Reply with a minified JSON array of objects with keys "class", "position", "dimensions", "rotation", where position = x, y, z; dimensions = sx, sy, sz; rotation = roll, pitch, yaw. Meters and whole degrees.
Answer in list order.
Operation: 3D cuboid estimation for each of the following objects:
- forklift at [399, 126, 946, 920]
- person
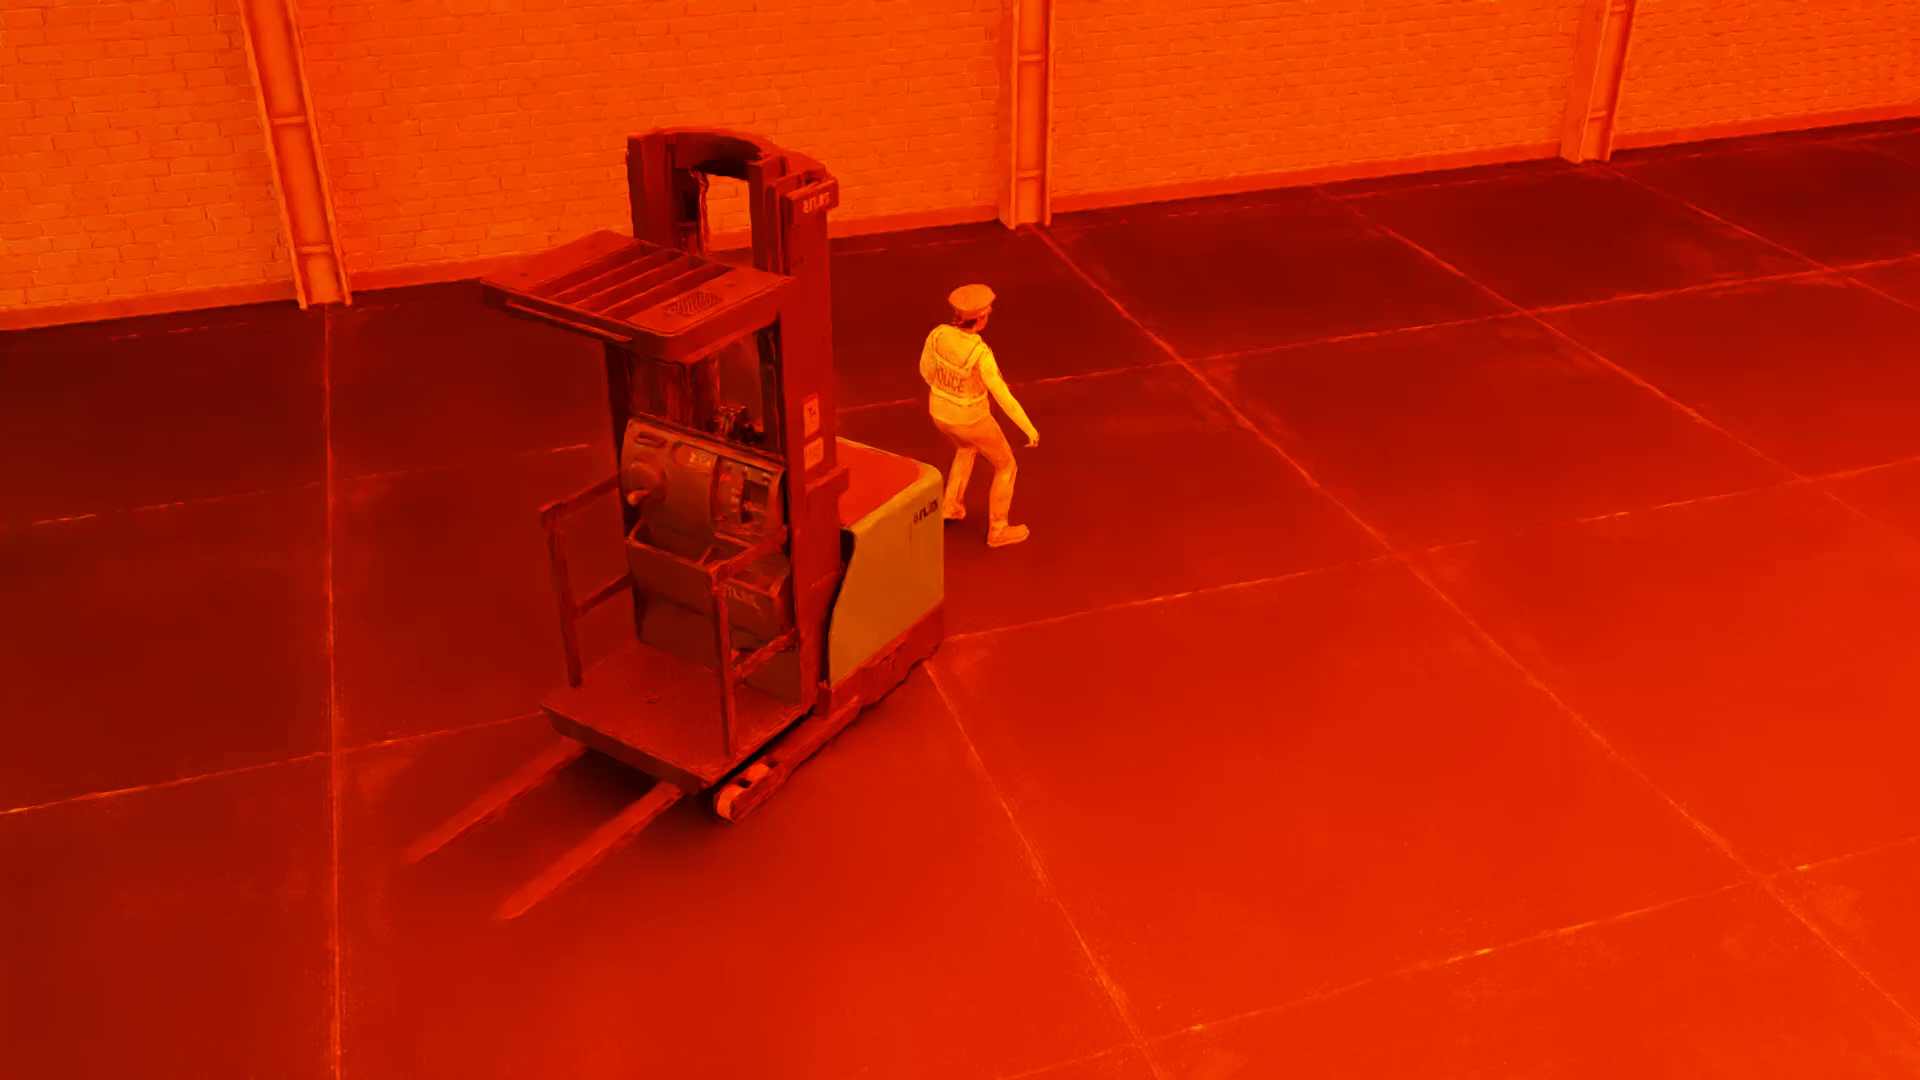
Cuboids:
[{"class":"forklift","position":[-1.309,-0.231,7.489],"dimensions":[1.130,2.935,3.031],"rotation":[18,35,29]},{"class":"person","position":[0.106,-0.744,9.733],"dimensions":[0.740,1.578,0.429],"rotation":[24,37,35]}]
